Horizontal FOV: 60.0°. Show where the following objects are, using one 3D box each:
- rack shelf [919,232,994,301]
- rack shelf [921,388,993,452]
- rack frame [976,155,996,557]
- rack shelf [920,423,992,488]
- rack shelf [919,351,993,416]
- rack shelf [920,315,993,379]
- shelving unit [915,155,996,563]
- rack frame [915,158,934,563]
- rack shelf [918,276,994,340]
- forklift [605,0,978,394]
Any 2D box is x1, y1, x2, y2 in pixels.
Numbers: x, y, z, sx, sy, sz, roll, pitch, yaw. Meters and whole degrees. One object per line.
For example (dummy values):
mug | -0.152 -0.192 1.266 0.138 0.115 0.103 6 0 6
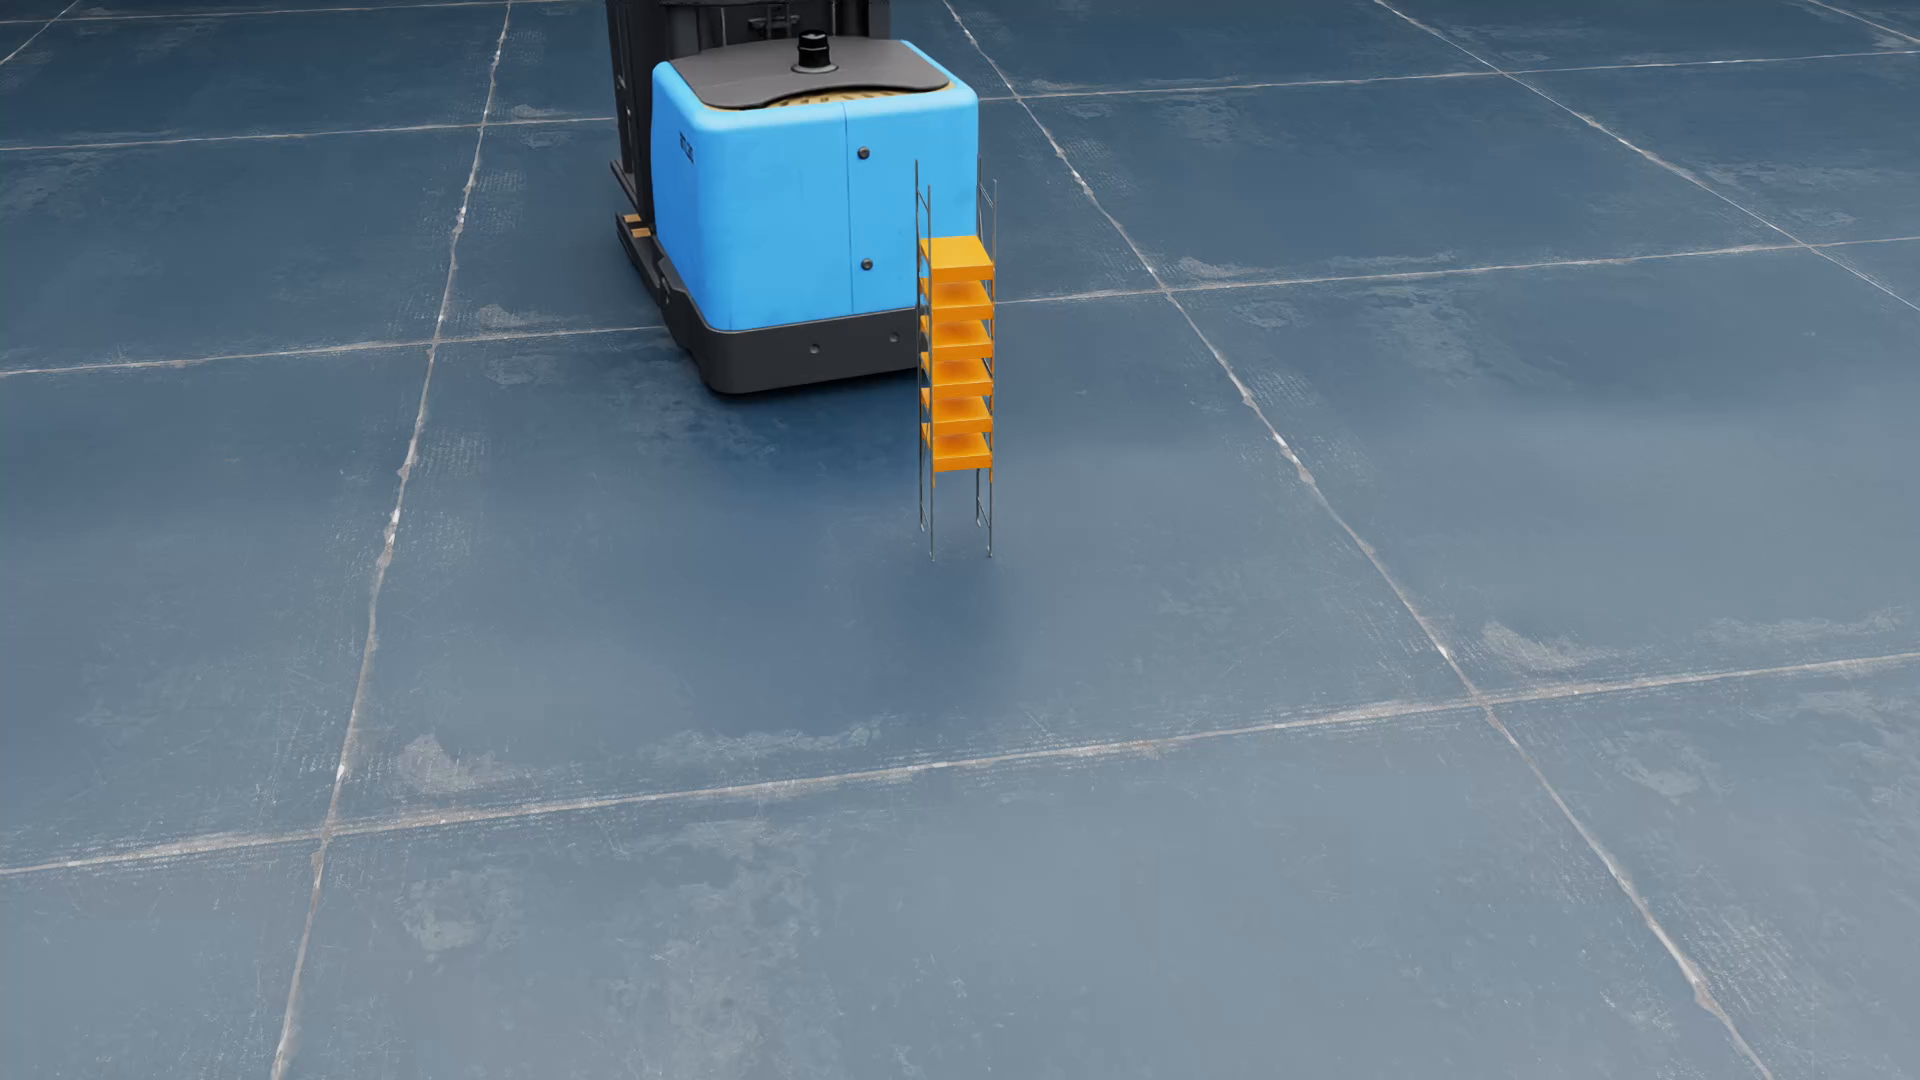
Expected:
rack shelf | -0.014 -0.788 4.784 0.180 0.103 0.258 -5 31 -9
rack shelf | -0.014 -0.374 5.027 0.180 0.103 0.258 -5 31 -9
rack frame | 0.076 -0.524 4.958 0.006 1.200 0.240 -5 31 -9
rack shelf | -0.014 -0.271 5.088 0.180 0.103 0.258 -5 31 -9
rack shelf | -0.014 -0.478 4.966 0.180 0.103 0.258 -5 31 -9
rack shelf | -0.014 -0.581 4.905 0.180 0.103 0.258 -5 31 -9
shelving unit | -0.014 -0.516 4.944 0.189 1.200 0.258 -5 31 -9
rack frame | -0.104 -0.508 4.929 0.006 1.200 0.240 -5 31 -9
rack shelf | -0.014 -0.684 4.844 0.180 0.103 0.258 -5 31 -9
forklift | -0.897 -2.526 6.654 1.130 2.935 3.031 -10 32 -17
